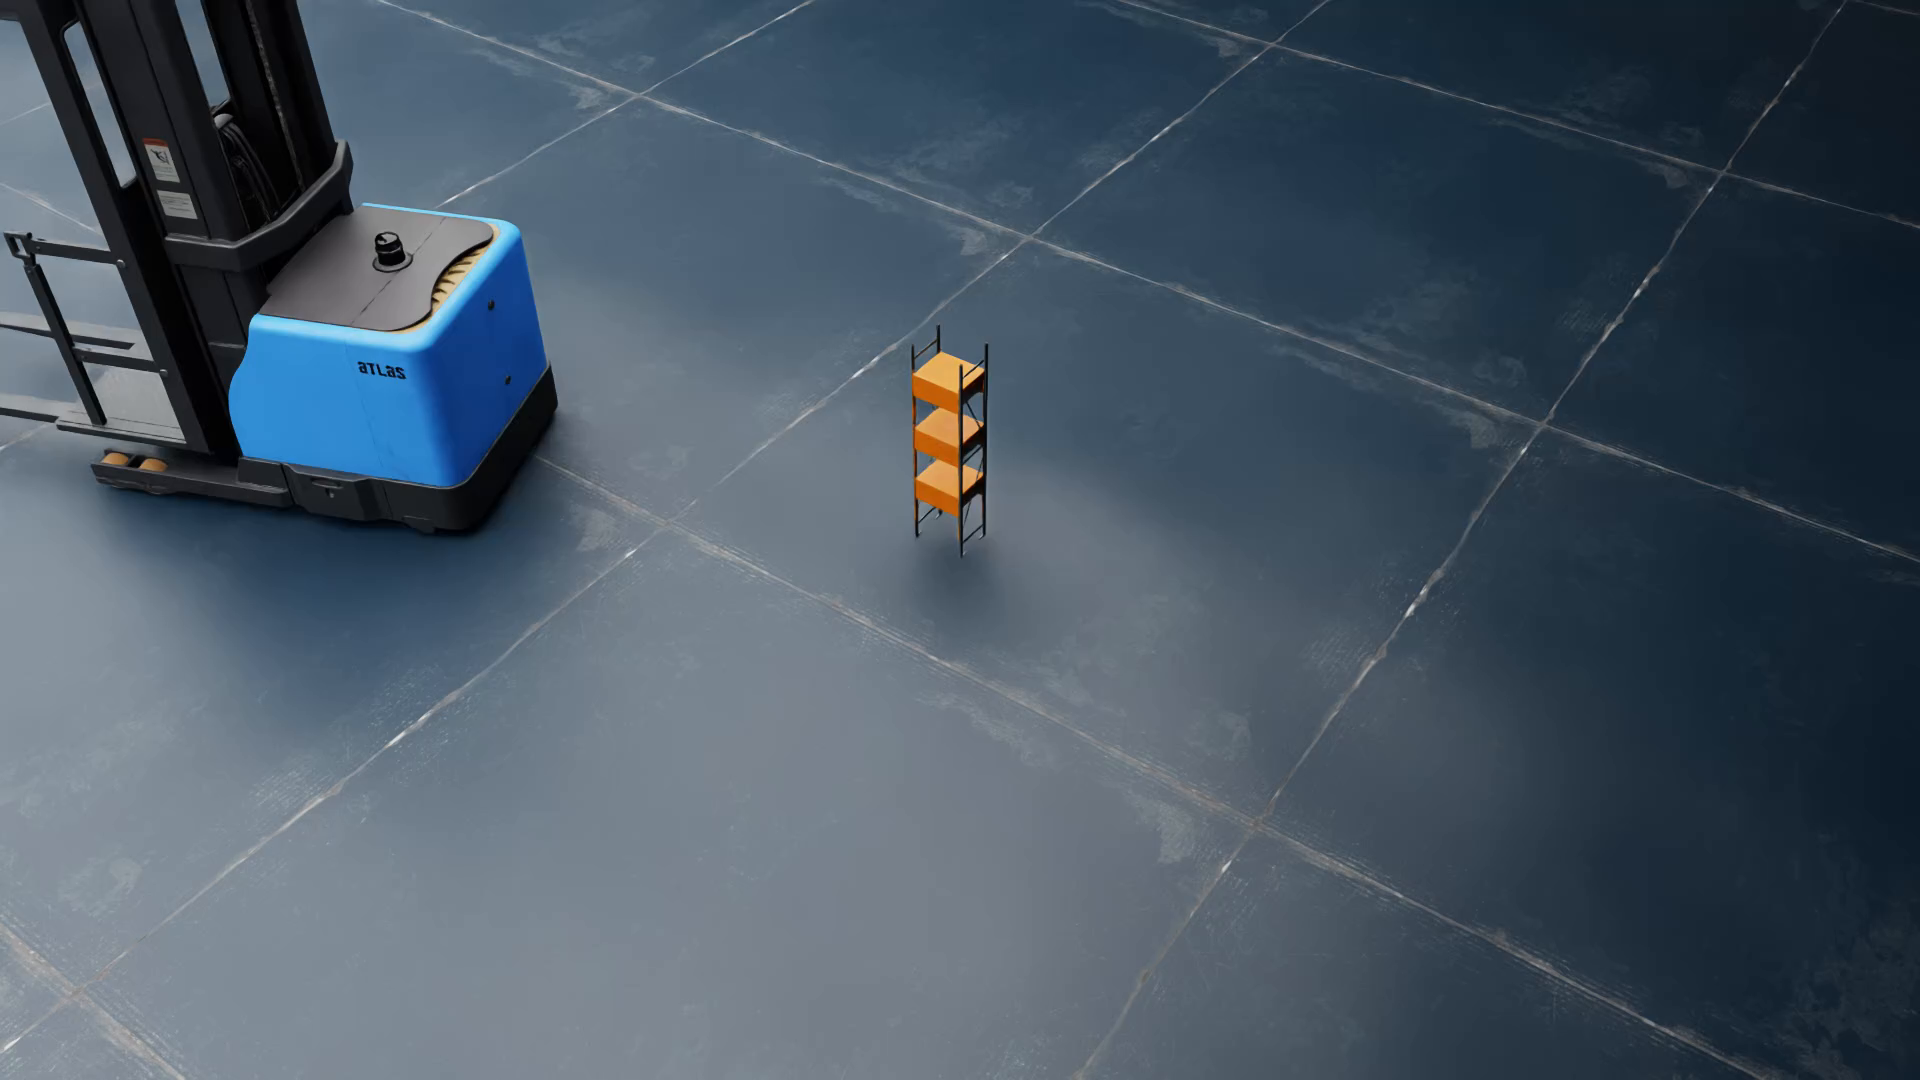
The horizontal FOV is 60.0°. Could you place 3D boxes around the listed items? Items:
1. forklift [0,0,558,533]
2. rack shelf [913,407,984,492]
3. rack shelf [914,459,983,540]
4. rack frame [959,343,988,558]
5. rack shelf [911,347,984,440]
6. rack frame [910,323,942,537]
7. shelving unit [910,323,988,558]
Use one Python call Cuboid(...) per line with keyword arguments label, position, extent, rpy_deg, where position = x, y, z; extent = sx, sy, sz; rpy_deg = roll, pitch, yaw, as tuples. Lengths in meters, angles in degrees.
Cuboid(label="forklift", position=(-3.537, -1.638, 7.131), extent=(3.031, 2.935, 1.130), rpy_deg=(9, 43, 10))
Cuboid(label="rack shelf", position=(-0.044, -0.404, 7.178), extent=(0.240, 0.259, 0.215), rpy_deg=(25, 48, 25))
Cuboid(label="rack shelf", position=(-0.044, -0.197, 7.364), extent=(0.240, 0.259, 0.215), rpy_deg=(25, 48, 25))
Cuboid(label="rack frame", position=(0.056, -0.365, 7.119), extent=(0.008, 1.050, 0.200), rpy_deg=(25, 48, 25))
Cuboid(label="rack shelf", position=(-0.044, -0.615, 6.989), extent=(0.240, 0.259, 0.215), rpy_deg=(25, 48, 25))
Cuboid(label="rack frame", position=(-0.144, -0.458, 7.223), extent=(0.008, 1.050, 0.200), rpy_deg=(25, 48, 25))
Cuboid(label="shelving unit", position=(-0.044, -0.412, 7.171), extent=(0.252, 1.050, 0.215), rpy_deg=(25, 48, 25))
